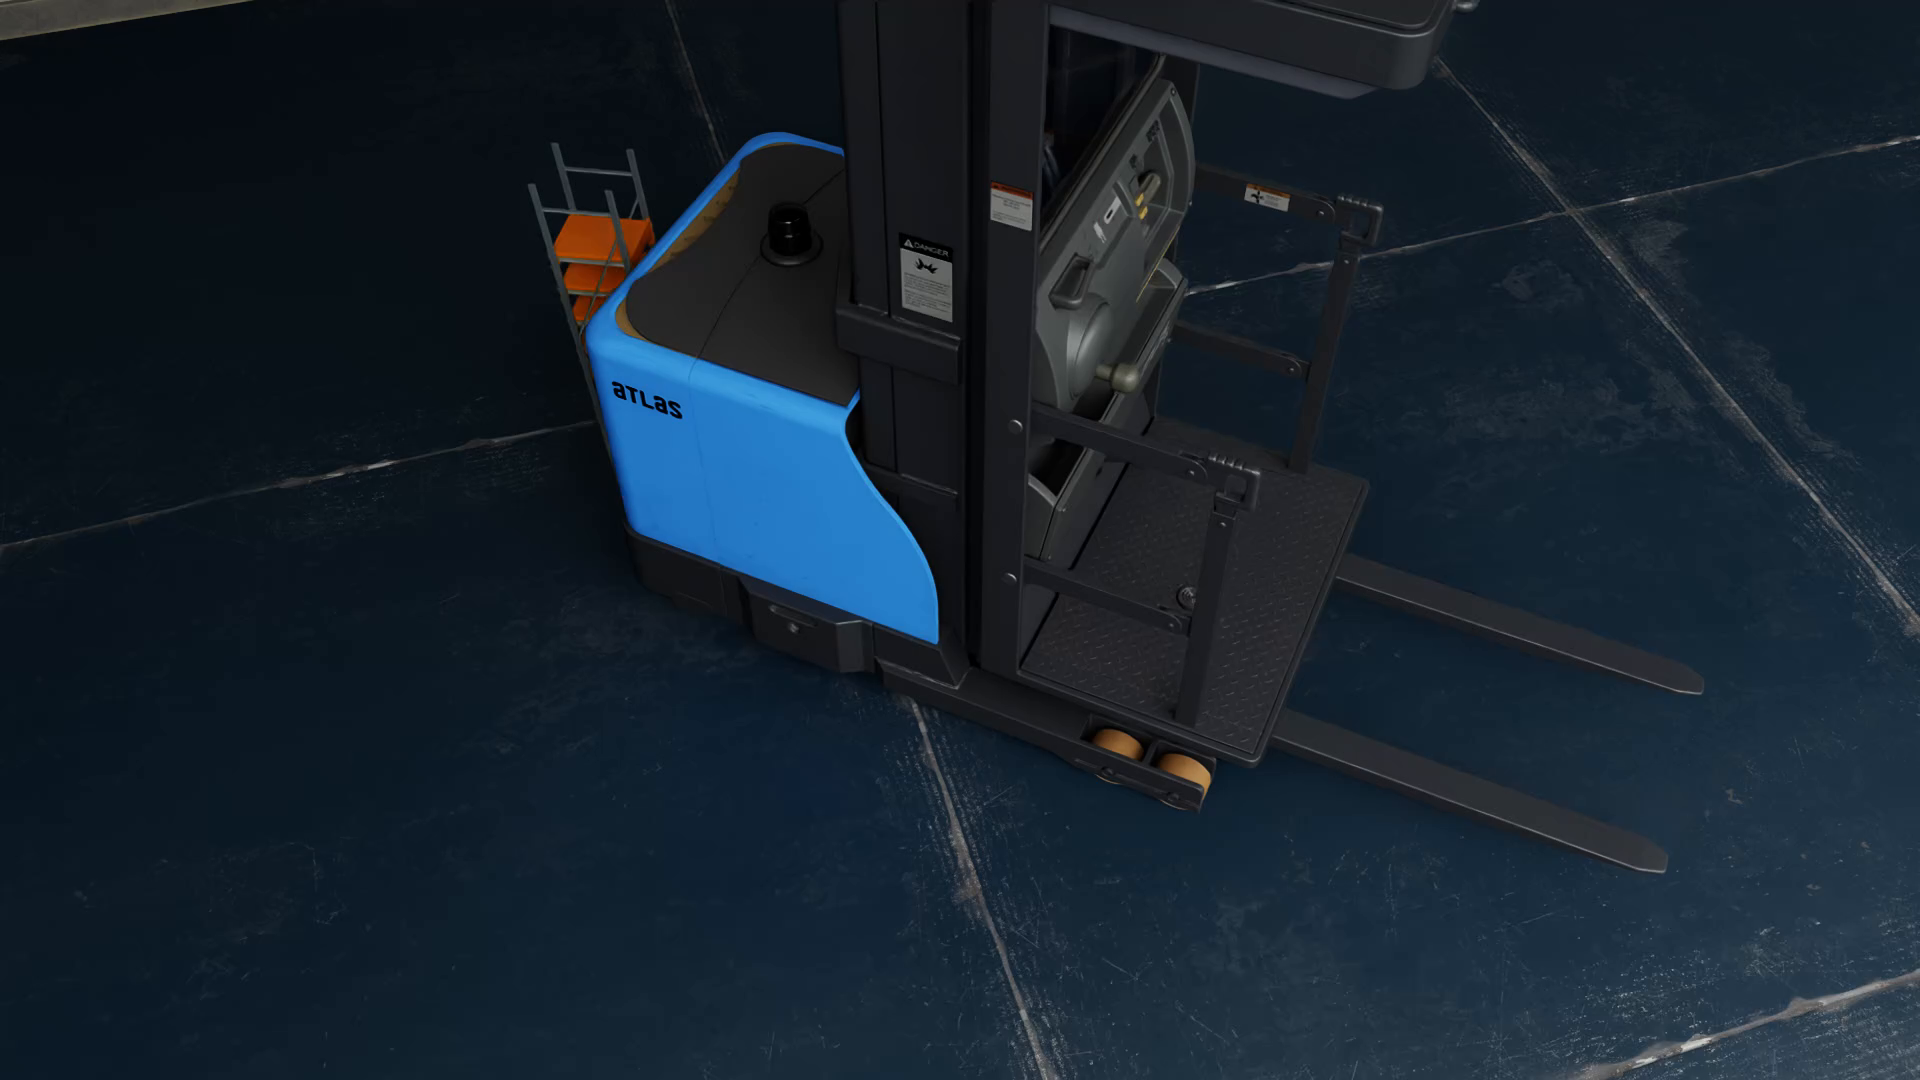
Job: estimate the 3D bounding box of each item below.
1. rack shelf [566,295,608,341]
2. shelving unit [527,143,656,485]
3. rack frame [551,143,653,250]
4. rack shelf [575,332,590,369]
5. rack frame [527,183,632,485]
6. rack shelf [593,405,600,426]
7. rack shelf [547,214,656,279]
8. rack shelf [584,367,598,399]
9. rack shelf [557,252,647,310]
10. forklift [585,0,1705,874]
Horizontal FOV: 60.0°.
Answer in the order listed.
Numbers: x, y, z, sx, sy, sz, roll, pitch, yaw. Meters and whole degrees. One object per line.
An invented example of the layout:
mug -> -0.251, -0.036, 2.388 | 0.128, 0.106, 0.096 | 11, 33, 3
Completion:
rack shelf -> -1.008, -0.675, 4.928 | 0.258, 0.103, 0.180 | 7, 50, 9
shelving unit -> -1.005, -0.626, 4.985 | 0.258, 1.200, 0.189 | 7, 50, 9
rack frame -> -0.988, -0.695, 5.043 | 0.240, 1.200, 0.006 | 7, 50, 9
rack shelf -> -1.003, -0.597, 5.019 | 0.258, 0.103, 0.180 | 7, 50, 9
rack frame -> -1.022, -0.558, 4.927 | 0.240, 1.200, 0.006 | 7, 50, 9
rack shelf -> -0.991, -0.441, 5.200 | 0.258, 0.103, 0.180 | 7, 50, 9
rack shelf -> -1.020, -0.832, 4.746 | 0.258, 0.103, 0.180 | 7, 50, 9
rack shelf -> -0.997, -0.519, 5.110 | 0.258, 0.103, 0.180 | 7, 50, 9
rack shelf -> -1.014, -0.754, 4.837 | 0.258, 0.103, 0.180 | 7, 50, 9
forklift -> 0.561, -0.665, 3.893 | 3.031, 2.935, 1.130 | 19, 53, 16
